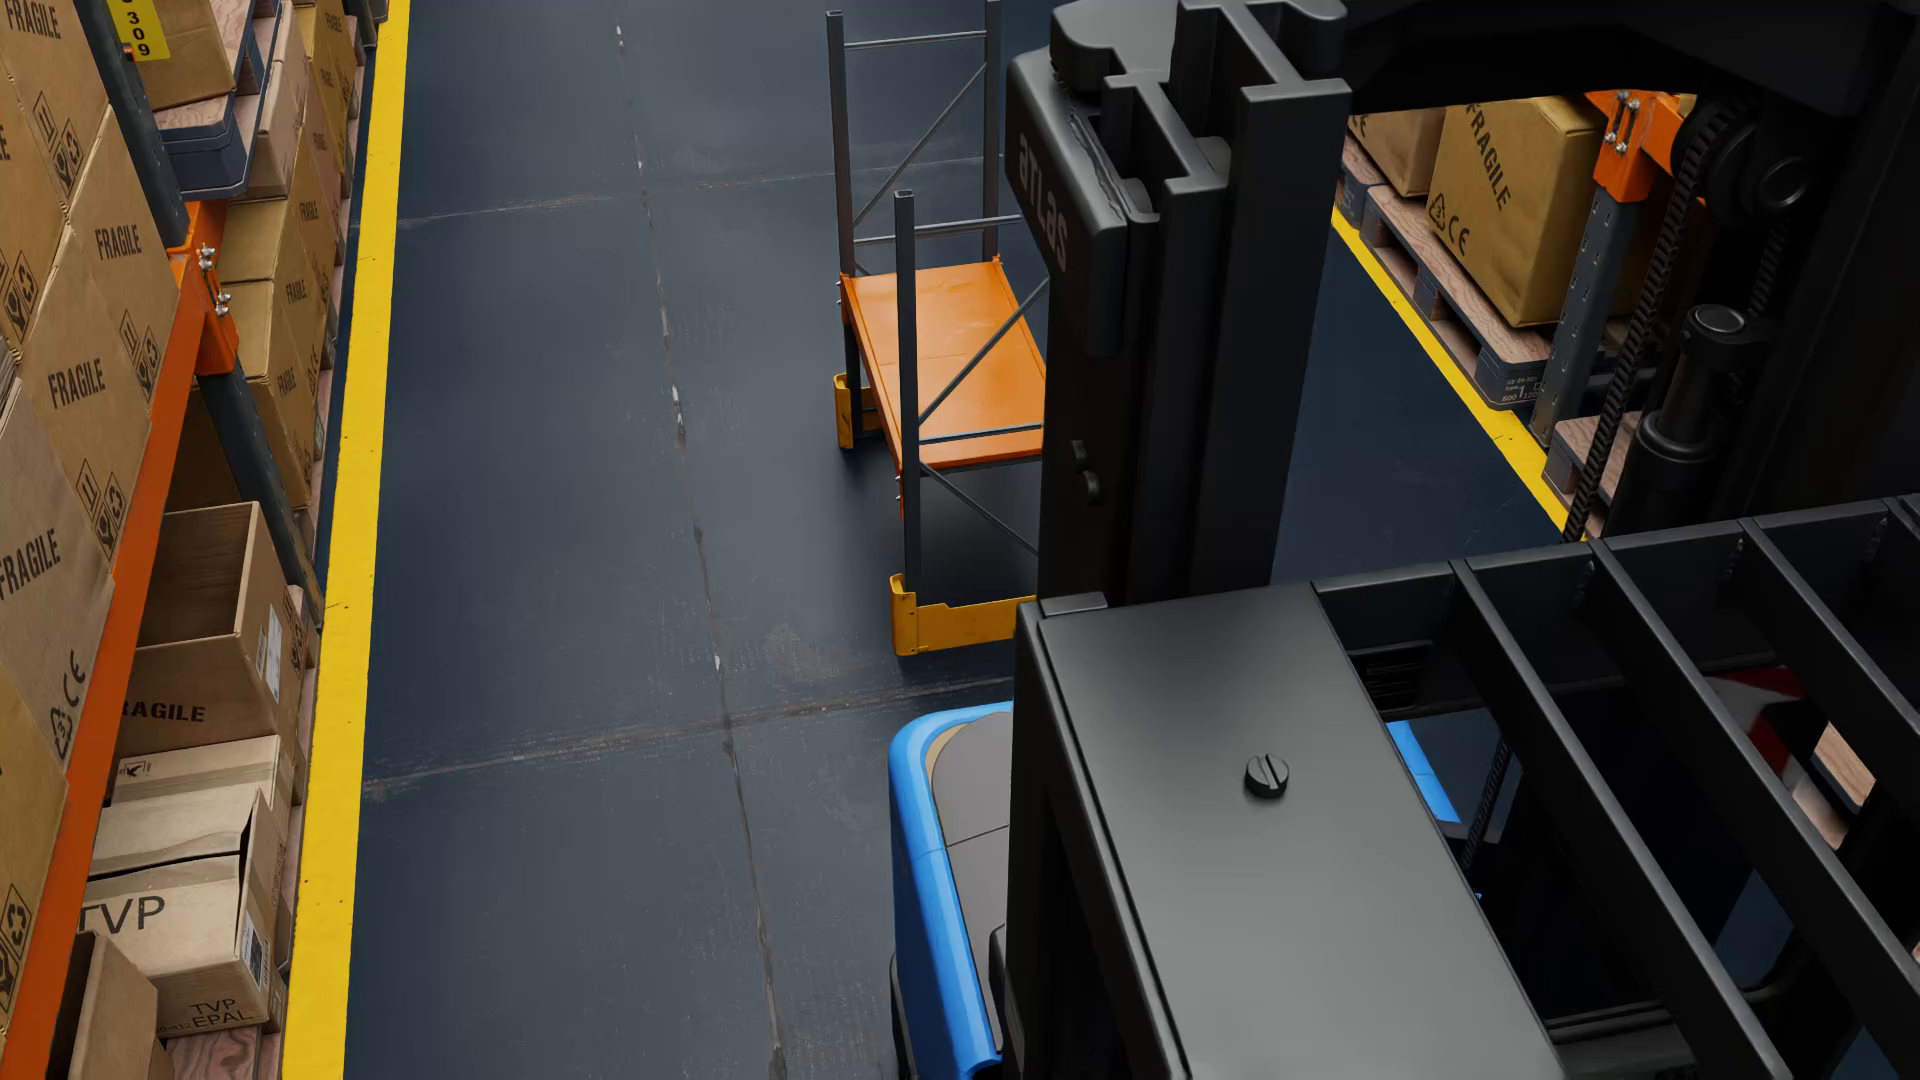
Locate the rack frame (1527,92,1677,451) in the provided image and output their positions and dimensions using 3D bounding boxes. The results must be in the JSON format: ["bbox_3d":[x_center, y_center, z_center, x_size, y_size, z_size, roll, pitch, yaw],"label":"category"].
[{"bbox_3d":[2.438,-1.533,4.718,1.000,3.000,0.127,-8,42,-9],"label":"rack frame"}]

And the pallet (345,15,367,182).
[{"bbox_3d":[-3.137,-1.882,7.211,1.003,0.211,1.213,-8,42,-9],"label":"pallet"}]

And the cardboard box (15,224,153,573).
[{"bbox_3d":[-1.927,-0.237,3.182,0.500,0.500,0.500,-7,42,-8],"label":"cardboard box"}]

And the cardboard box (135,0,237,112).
[{"bbox_3d":[-2.282,-1.355,4.125,0.700,0.500,0.500,-23,46,-23],"label":"cardboard box"}]

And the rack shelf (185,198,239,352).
[{"bbox_3d":[-2.830,-1.848,5.615,1.077,0.370,4.000,-8,42,-9],"label":"rack shelf"}]

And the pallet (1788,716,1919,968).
[{"bbox_3d":[2.792,0.806,4.183,1.003,0.211,1.213,-8,42,-9],"label":"pallet"}]

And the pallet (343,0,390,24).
[{"bbox_3d":[-3.401,-2.910,8.369,1.003,0.211,1.213,-8,42,-9],"label":"pallet"}]

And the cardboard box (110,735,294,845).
[{"bbox_3d":[-1.859,0.644,4.081,0.380,0.149,0.250,-8,42,-9],"label":"cardboard box"}]

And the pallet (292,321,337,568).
[{"bbox_3d":[-2.611,-0.300,5.429,1.003,0.211,1.213,-8,42,-9],"label":"pallet"}]

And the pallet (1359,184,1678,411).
[{"bbox_3d":[2.198,-0.980,6.195,1.003,0.211,1.213,-8,42,-9],"label":"pallet"}]

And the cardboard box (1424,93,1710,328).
[{"bbox_3d":[2.171,-1.289,5.746,0.750,0.750,0.750,-8,42,-9],"label":"cardboard box"}]

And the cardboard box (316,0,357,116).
[{"bbox_3d":[-2.830,-2.071,6.875,0.500,0.500,0.500,-7,42,-8],"label":"cardboard box"}]

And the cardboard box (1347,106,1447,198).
[{"bbox_3d":[1.976,-1.865,6.394,0.750,0.750,0.750,-7,42,-8],"label":"cardboard box"}]

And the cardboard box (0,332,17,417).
[{"bbox_3d":[-1.814,-0.283,2.481,0.500,0.500,0.500,-8,42,-9],"label":"cardboard box"}]

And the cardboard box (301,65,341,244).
[{"bbox_3d":[-2.600,-1.396,6.115,0.500,0.500,0.500,-10,43,-11],"label":"cardboard box"}]

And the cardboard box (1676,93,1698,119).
[{"bbox_3d":[2.539,-1.291,4.219,0.980,0.700,0.700,-8,42,-9],"label":"cardboard box"}]

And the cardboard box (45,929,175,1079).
[{"bbox_3d":[-1.988,1.165,3.227,0.797,0.503,0.637,-8,42,-9],"label":"cardboard box"}]

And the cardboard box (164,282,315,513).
[{"bbox_3d":[-2.265,-0.399,4.992,0.500,0.500,0.500,-10,43,-11],"label":"cardboard box"}]

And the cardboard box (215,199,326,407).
[{"bbox_3d":[-2.391,-0.743,5.379,0.500,0.500,0.500,-8,42,-9],"label":"cardboard box"}]

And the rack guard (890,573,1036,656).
[{"bbox_3d":[0.091,0.180,4.859,0.587,0.250,0.087,-8,42,-9],"label":"rack guard"}]

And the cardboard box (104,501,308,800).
[{"bbox_3d":[-1.998,0.278,4.229,0.500,0.500,0.500,-8,42,-9],"label":"cardboard box"}]

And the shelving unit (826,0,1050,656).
[{"bbox_3d":[-0.016,-0.610,4.808,0.587,1.500,1.083,-8,42,-9],"label":"shelving unit"}]

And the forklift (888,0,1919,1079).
[{"bbox_3d":[0.640,0.949,1.973,1.130,2.935,3.031,-8,42,-9],"label":"forklift"}]

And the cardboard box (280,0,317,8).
[{"bbox_3d":[-2.814,-2.316,6.586,0.500,0.250,0.500,-7,42,-8],"label":"cardboard box"}]

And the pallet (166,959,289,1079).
[{"bbox_3d":[-1.984,1.460,3.447,1.003,0.211,1.213,-8,42,-9],"label":"pallet"}]

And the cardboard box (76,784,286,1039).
[{"bbox_3d":[-1.836,0.835,3.744,0.500,0.311,0.500,-8,42,-9],"label":"cardboard box"}]

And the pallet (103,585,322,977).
[{"bbox_3d":[-2.251,0.667,4.340,1.003,0.211,1.213,-8,42,-9],"label":"pallet"}]

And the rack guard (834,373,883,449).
[{"bbox_3d":[-0.124,-0.466,5.586,0.587,0.250,0.087,-8,42,-9],"label":"rack guard"}]

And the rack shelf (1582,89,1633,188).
[{"bbox_3d":[2.006,-2.561,6.417,1.077,0.370,4.000,-8,42,-9],"label":"rack shelf"}]

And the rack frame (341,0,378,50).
[{"bbox_3d":[-3.262,-3.414,6.836,1.000,3.000,0.127,-8,42,-9],"label":"rack frame"}]

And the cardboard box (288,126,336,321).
[{"bbox_3d":[-2.491,-1.068,5.746,0.500,0.500,0.500,-8,42,-9],"label":"cardboard box"}]

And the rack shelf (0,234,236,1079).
[{"bbox_3d":[-1.966,0.744,2.694,1.077,0.370,4.000,-8,42,-9],"label":"rack shelf"}]

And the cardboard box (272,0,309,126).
[{"bbox_3d":[-2.589,-1.653,5.839,0.500,0.250,0.500,-9,42,-10],"label":"cardboard box"}]

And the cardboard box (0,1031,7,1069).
[{"bbox_3d":[-1.595,0.750,2.071,0.500,0.500,0.500,-8,42,-9],"label":"cardboard box"}]

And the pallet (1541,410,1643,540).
[{"bbox_3d":[2.526,0.014,5.076,1.003,0.211,1.213,-8,42,-9],"label":"pallet"}]

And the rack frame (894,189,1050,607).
[{"bbox_3d":[0.091,-0.287,4.443,0.500,1.500,0.032,-8,42,-9],"label":"rack frame"}]

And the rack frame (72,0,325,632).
[{"bbox_3d":[-2.398,-0.821,3.915,1.000,3.000,0.127,-8,42,-9],"label":"rack frame"}]

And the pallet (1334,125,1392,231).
[{"bbox_3d":[1.931,-1.772,7.087,1.003,0.211,1.213,-8,42,-9],"label":"pallet"}]

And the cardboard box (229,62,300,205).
[{"bbox_3d":[-2.480,-1.328,5.473,0.500,0.250,0.500,-8,42,-9],"label":"cardboard box"}]

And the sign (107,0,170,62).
[{"bbox_3d":[-1.870,-1.228,3.721,0.100,0.325,0.005,-8,42,-9],"label":"sign"}]

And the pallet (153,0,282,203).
[{"bbox_3d":[-2.464,-1.283,4.580,1.003,0.211,1.213,-8,42,-9],"label":"pallet"}]

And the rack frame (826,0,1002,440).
[{"bbox_3d":[-0.128,-0.946,5.186,0.500,1.500,0.032,-8,42,-9],"label":"rack frame"}]

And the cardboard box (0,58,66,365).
[{"bbox_3d":[-1.923,-0.610,2.849,0.500,0.500,0.500,-9,42,-10],"label":"cardboard box"}]

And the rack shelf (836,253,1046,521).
[{"bbox_3d":[-0.018,-0.482,4.934,0.538,0.185,1.000,-8,42,-9],"label":"rack shelf"}]

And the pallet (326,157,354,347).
[{"bbox_3d":[-2.877,-1.092,6.322,1.003,0.211,1.213,-8,42,-9],"label":"pallet"}]

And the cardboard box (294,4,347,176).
[{"bbox_3d":[-2.719,-1.735,6.497,0.500,0.500,0.500,-10,43,-11],"label":"cardboard box"}]

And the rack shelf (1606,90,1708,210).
[{"bbox_3d":[2.870,0.032,3.496,1.077,0.370,4.000,-8,42,-9],"label":"rack shelf"}]

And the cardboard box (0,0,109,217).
[{"bbox_3d":[-2.036,-0.942,3.223,0.500,0.500,0.500,-8,42,-9],"label":"cardboard box"}]

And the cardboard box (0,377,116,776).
[{"bbox_3d":[-1.814,0.095,2.808,0.500,0.500,0.500,-7,42,-8],"label":"cardboard box"}]

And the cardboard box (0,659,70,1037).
[{"bbox_3d":[-1.701,0.425,2.436,0.500,0.500,0.500,-8,42,-9],"label":"cardboard box"}]

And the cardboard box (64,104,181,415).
[{"bbox_3d":[-2.040,-0.571,3.559,0.500,0.500,0.500,-8,42,-9],"label":"cardboard box"}]
